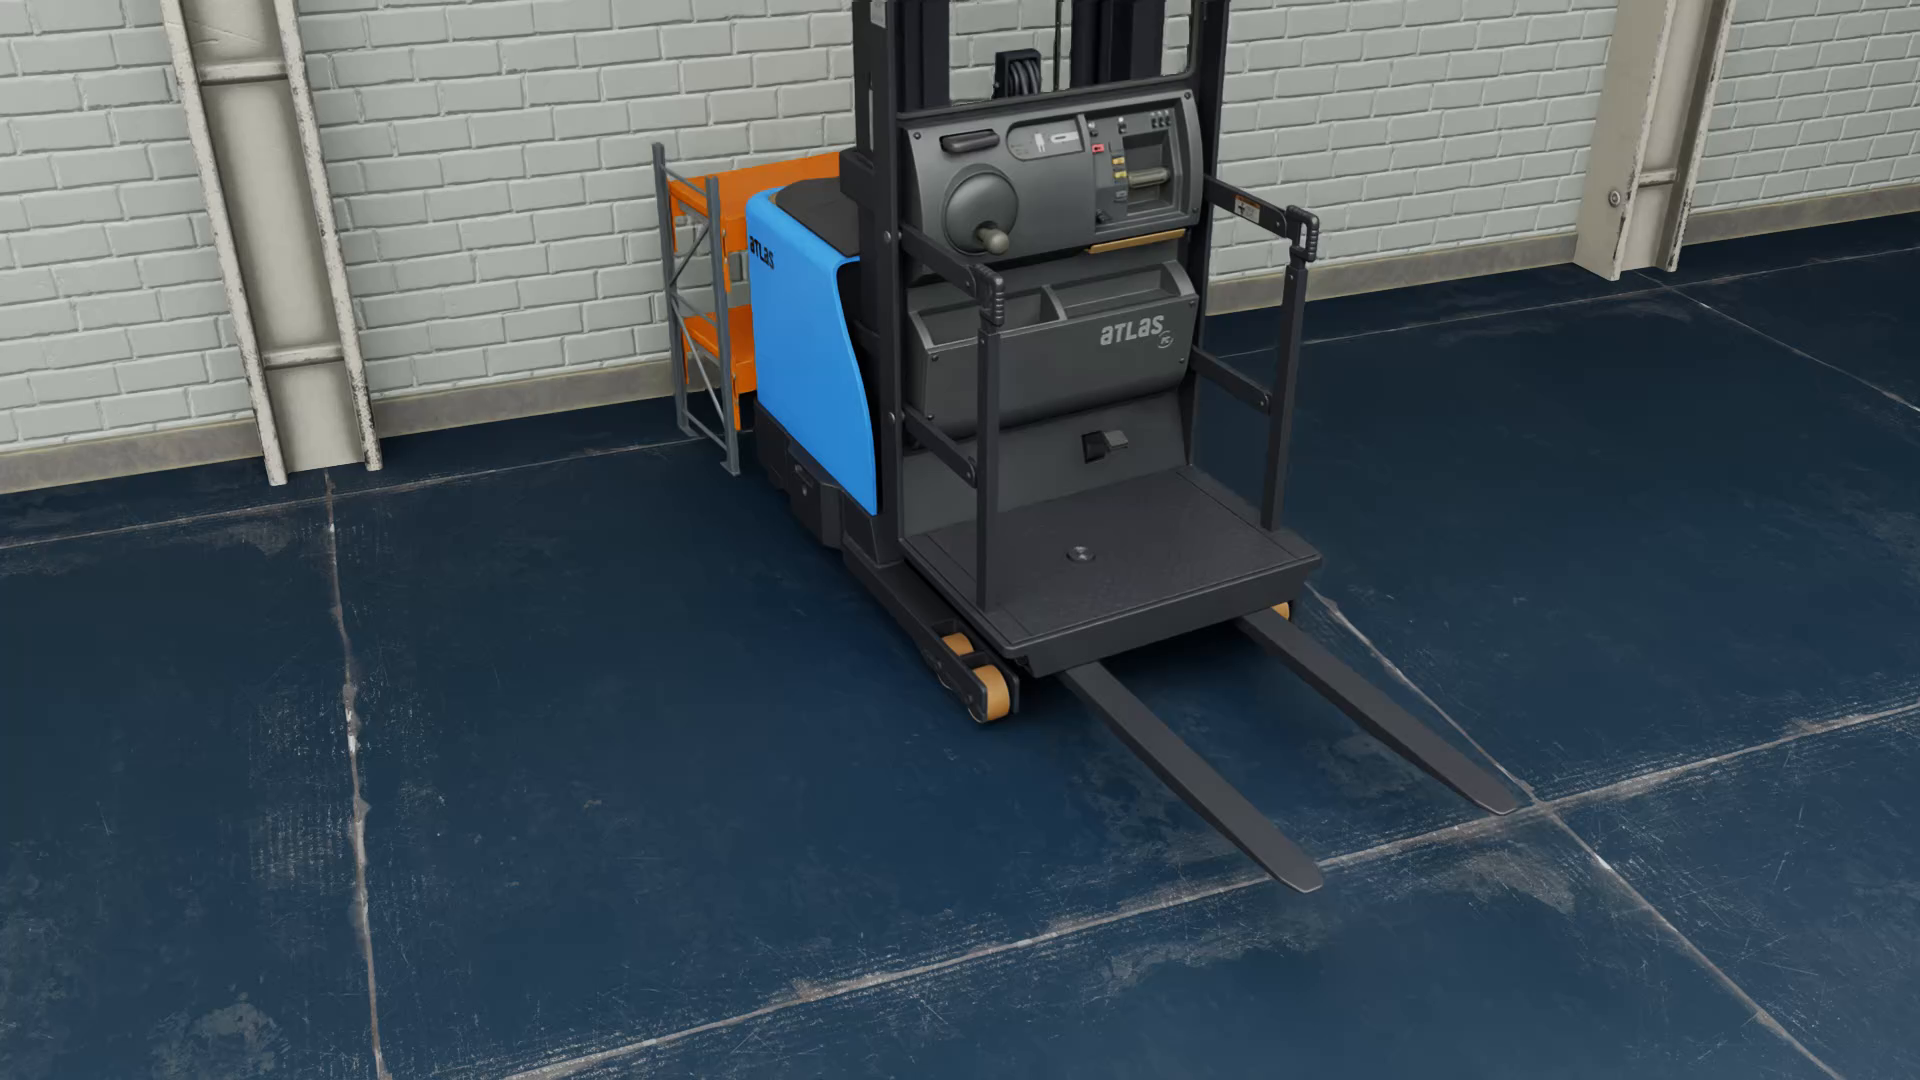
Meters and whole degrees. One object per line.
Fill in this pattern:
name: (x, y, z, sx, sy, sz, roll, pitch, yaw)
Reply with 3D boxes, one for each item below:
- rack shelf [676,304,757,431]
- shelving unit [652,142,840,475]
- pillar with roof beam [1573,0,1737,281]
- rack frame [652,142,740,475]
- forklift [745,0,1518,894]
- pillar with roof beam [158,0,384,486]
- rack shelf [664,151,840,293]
rack shelf: (-0.534, -0.759, 6.439, 1.000, 0.278, 0.538, -17, 34, -28)
shelving unit: (-0.534, -0.971, 6.318, 1.048, 1.125, 0.538, -17, 34, -28)
pillar with roof beam: (4.728, -3.252, 2.367, 0.400, 9.000, 9.100, -10, 31, -18)
rack frame: (-0.963, -0.837, 6.082, 0.032, 1.125, 0.500, -17, 34, -28)
forklift: (0.386, -0.999, 4.542, 1.130, 2.935, 3.031, -15, 33, -24)
pillar with roof beam: (-0.895, -2.216, 0.550, 0.400, 9.000, 9.100, -10, 31, -18)
rack shelf: (-0.534, -1.226, 6.174, 1.000, 0.278, 0.538, -17, 34, -28)
